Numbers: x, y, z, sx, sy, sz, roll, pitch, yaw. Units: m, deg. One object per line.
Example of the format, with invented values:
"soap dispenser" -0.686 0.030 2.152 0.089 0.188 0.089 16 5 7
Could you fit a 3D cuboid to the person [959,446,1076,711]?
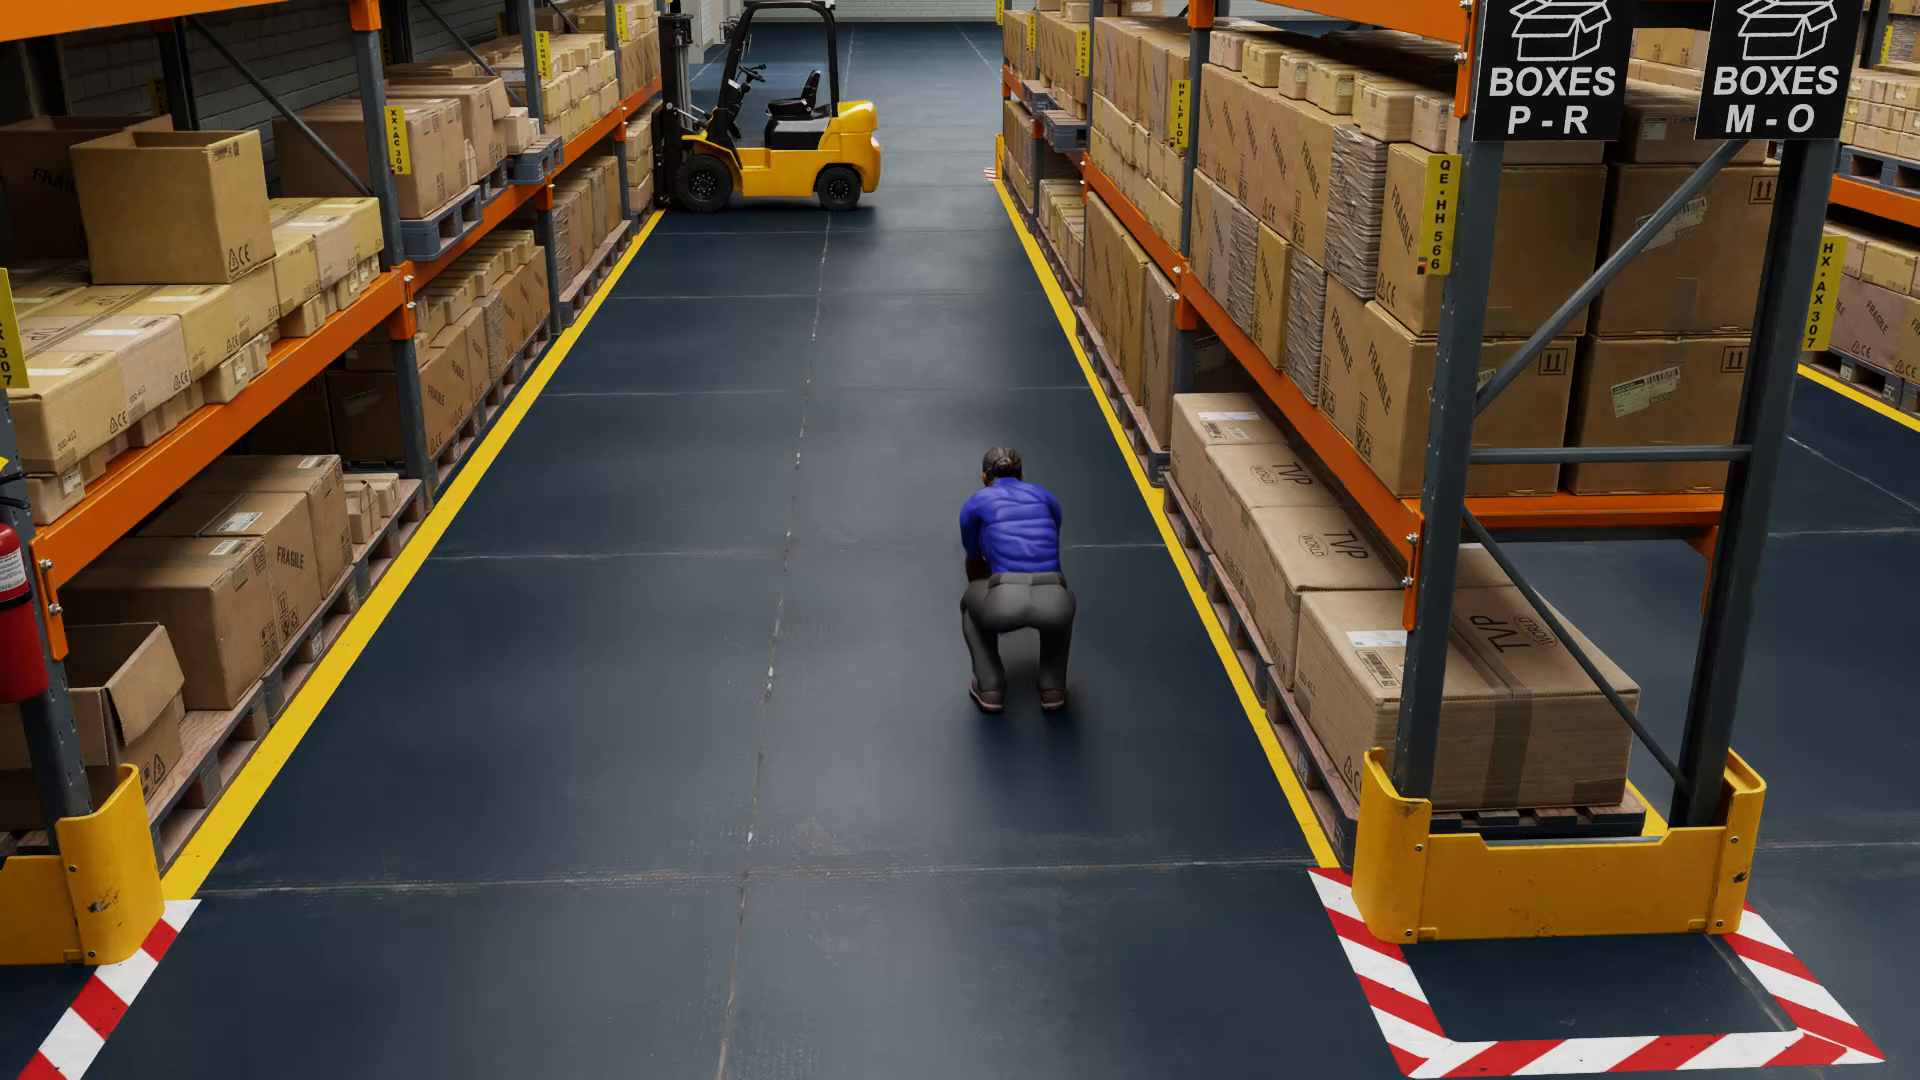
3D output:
"person" 0.232 0.152 6.720 0.461 0.943 0.851 -1 21 -3
